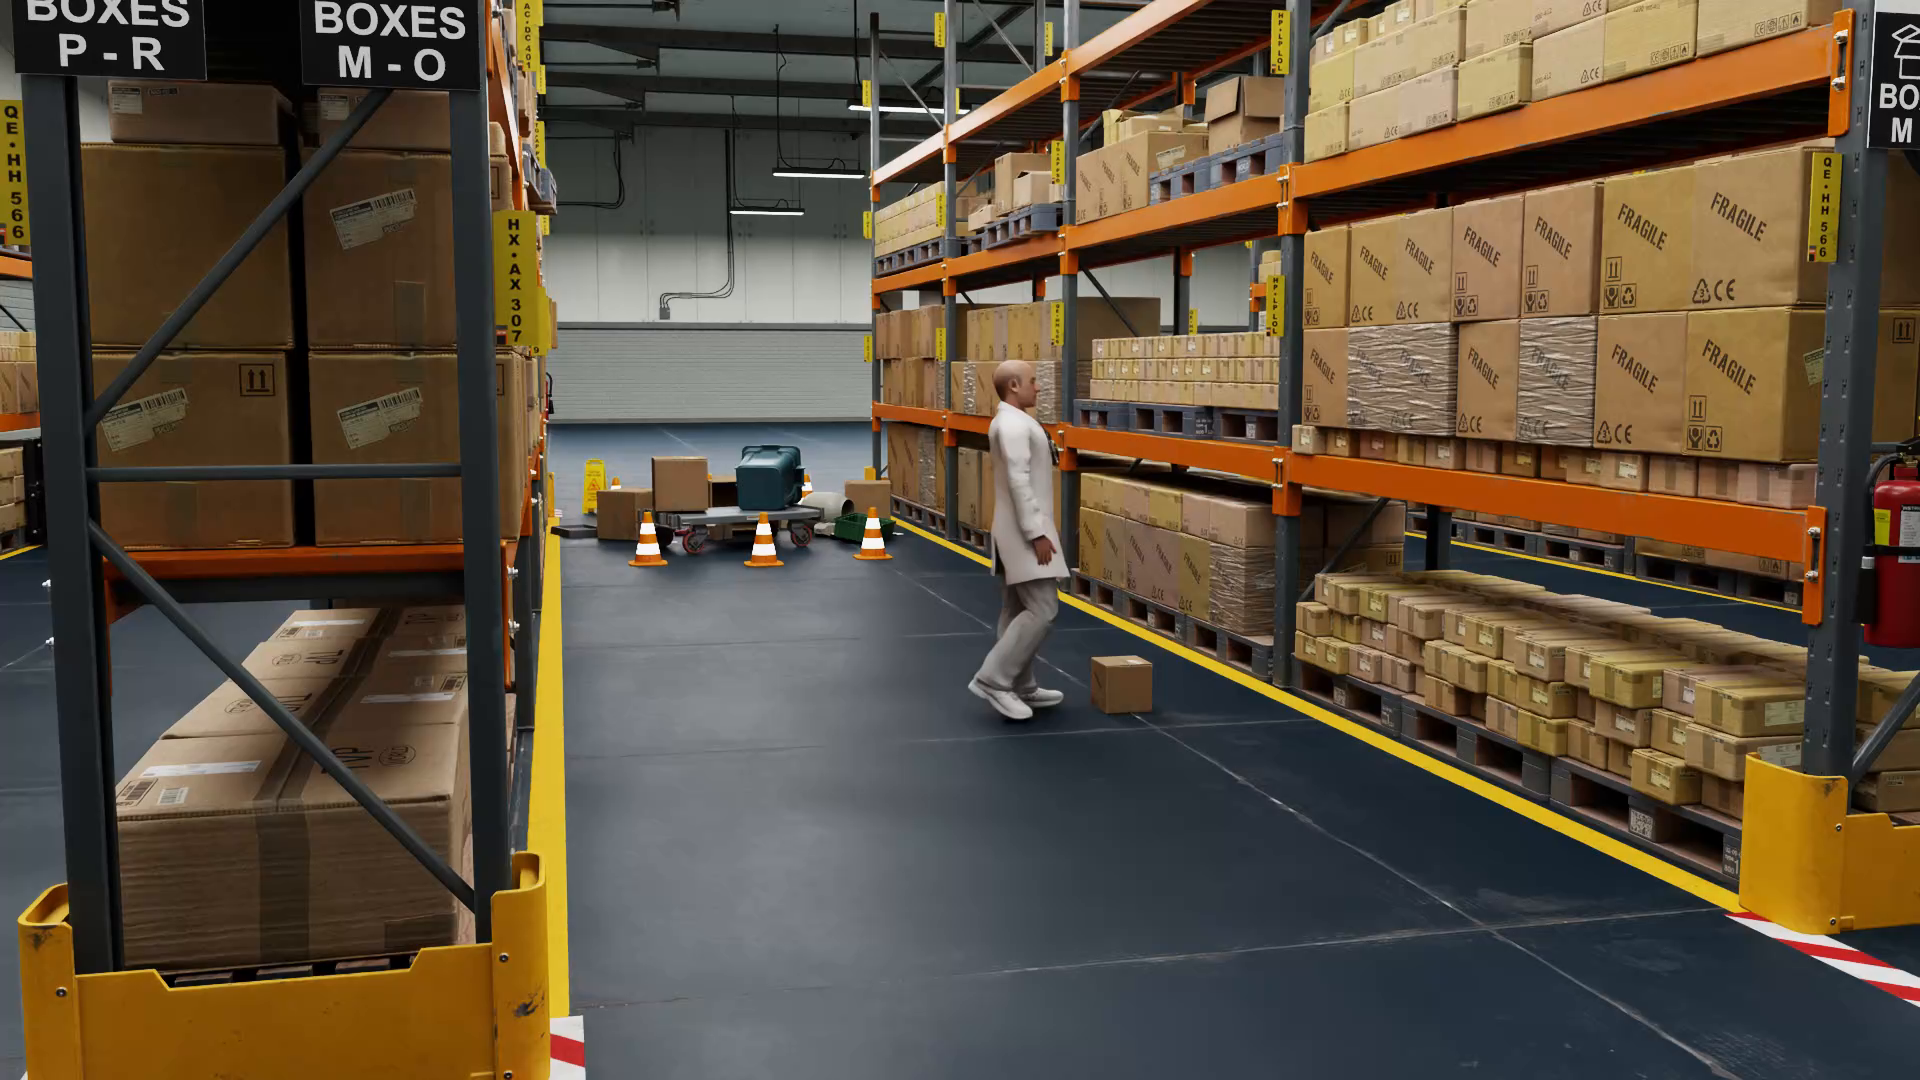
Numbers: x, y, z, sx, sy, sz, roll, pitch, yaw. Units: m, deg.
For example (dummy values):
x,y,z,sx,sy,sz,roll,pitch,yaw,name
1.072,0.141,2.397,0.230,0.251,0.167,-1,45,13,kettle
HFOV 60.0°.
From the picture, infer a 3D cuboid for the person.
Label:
x,y,z,sx,sy,sz,roll,pitch,yaw,name
0.288,-0.017,8.374,0.513,1.772,0.626,-1,6,-6,person
